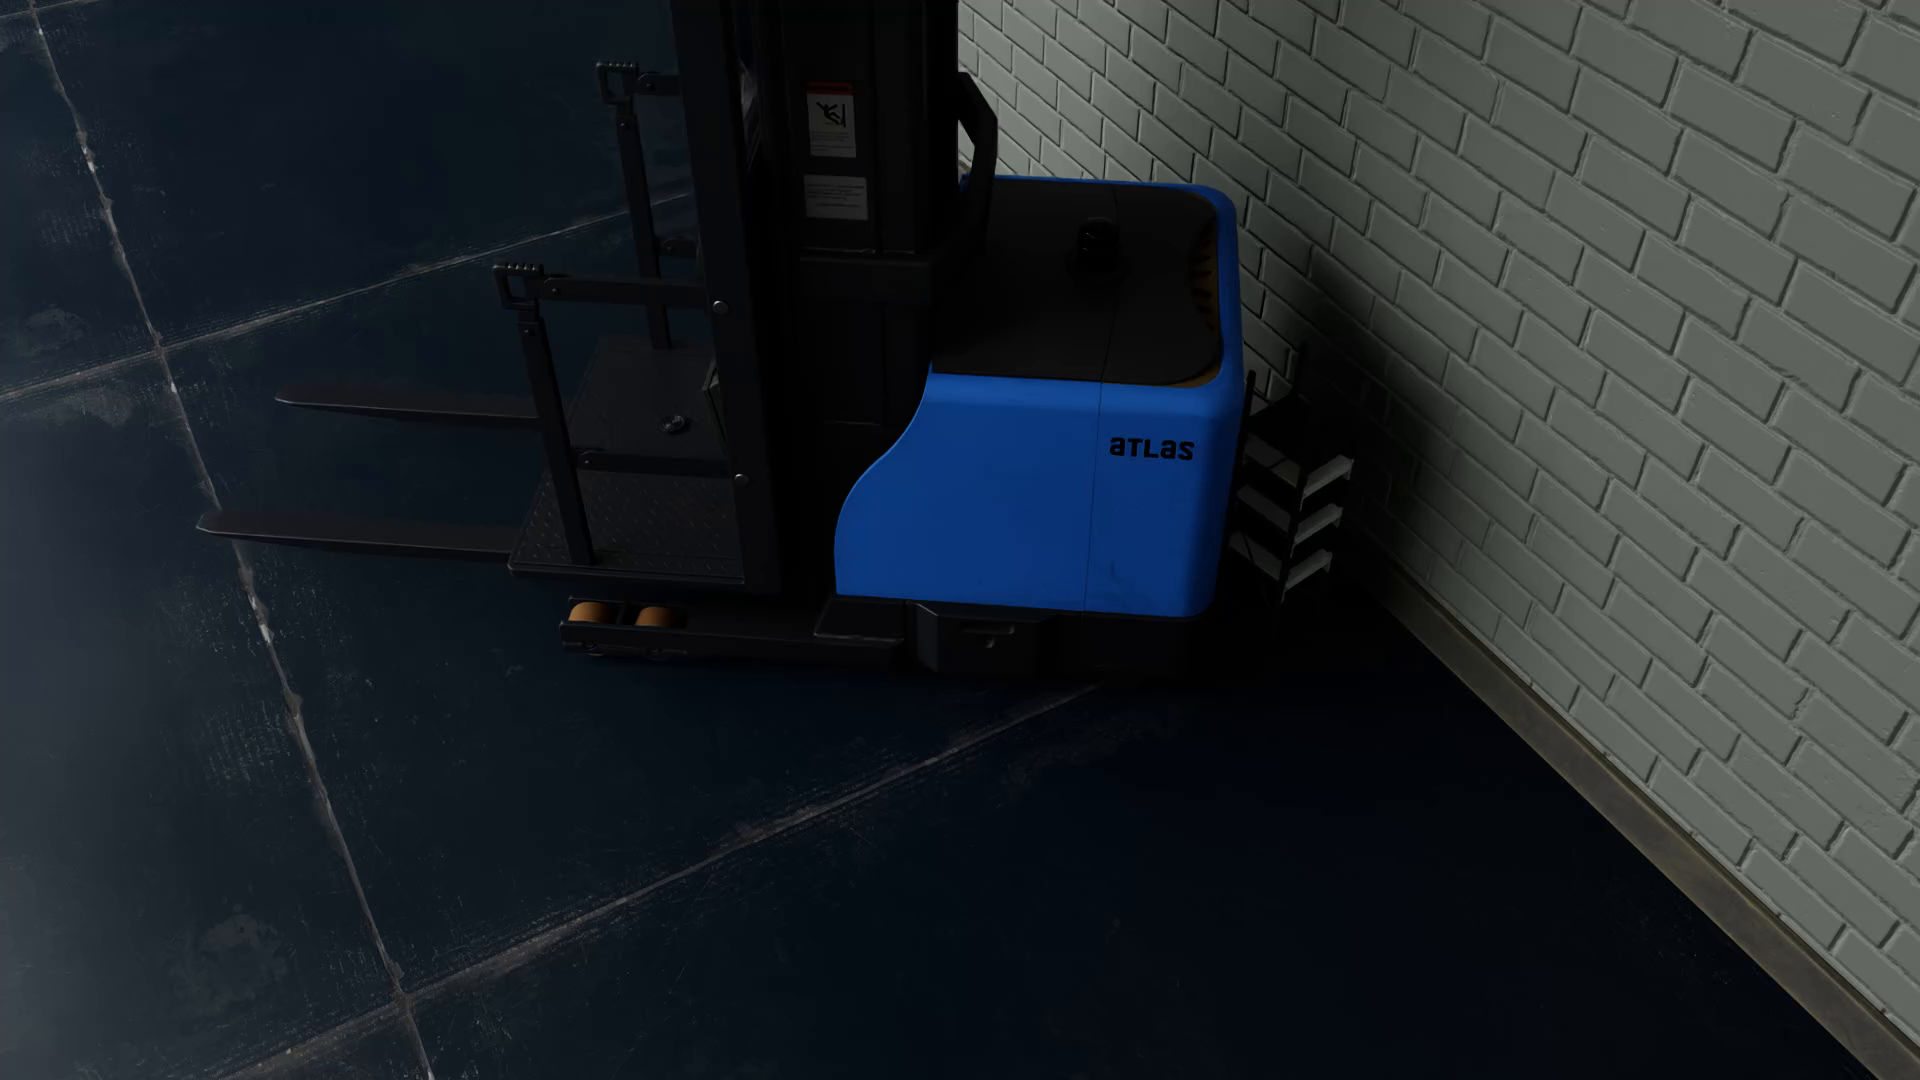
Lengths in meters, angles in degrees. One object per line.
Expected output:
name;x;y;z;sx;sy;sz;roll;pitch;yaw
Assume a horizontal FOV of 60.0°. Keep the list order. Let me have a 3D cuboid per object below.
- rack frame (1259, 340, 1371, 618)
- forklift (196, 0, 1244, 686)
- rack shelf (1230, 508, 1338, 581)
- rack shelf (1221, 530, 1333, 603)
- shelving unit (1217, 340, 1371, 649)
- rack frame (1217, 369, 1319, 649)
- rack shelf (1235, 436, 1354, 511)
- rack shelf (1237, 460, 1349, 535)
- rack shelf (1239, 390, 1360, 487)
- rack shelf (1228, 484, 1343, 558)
rack frame;1.004;-0.155;4.763;0.006;0.900;0.240;-30;51;-27
forklift;-0.748;-1.060;4.238;3.031;2.935;1.130;4;44;4
rack shelf;0.925;-0.022;4.802;0.200;0.077;0.258;-30;51;-27
rack shelf;0.925;0.043;4.865;0.200;0.077;0.258;-30;51;-27
shelving unit;0.925;-0.110;4.717;0.210;0.900;0.258;-30;51;-27
rack frame;0.847;-0.065;4.670;0.006;0.900;0.240;-30;51;-27
rack shelf;0.926;-0.216;4.615;0.200;0.077;0.258;-30;51;-27
rack shelf;0.925;-0.151;4.677;0.200;0.077;0.258;-30;51;-27
rack shelf;0.926;-0.280;4.552;0.200;0.077;0.258;-30;51;-27
rack shelf;0.925;-0.086;4.740;0.200;0.077;0.258;-30;51;-27
